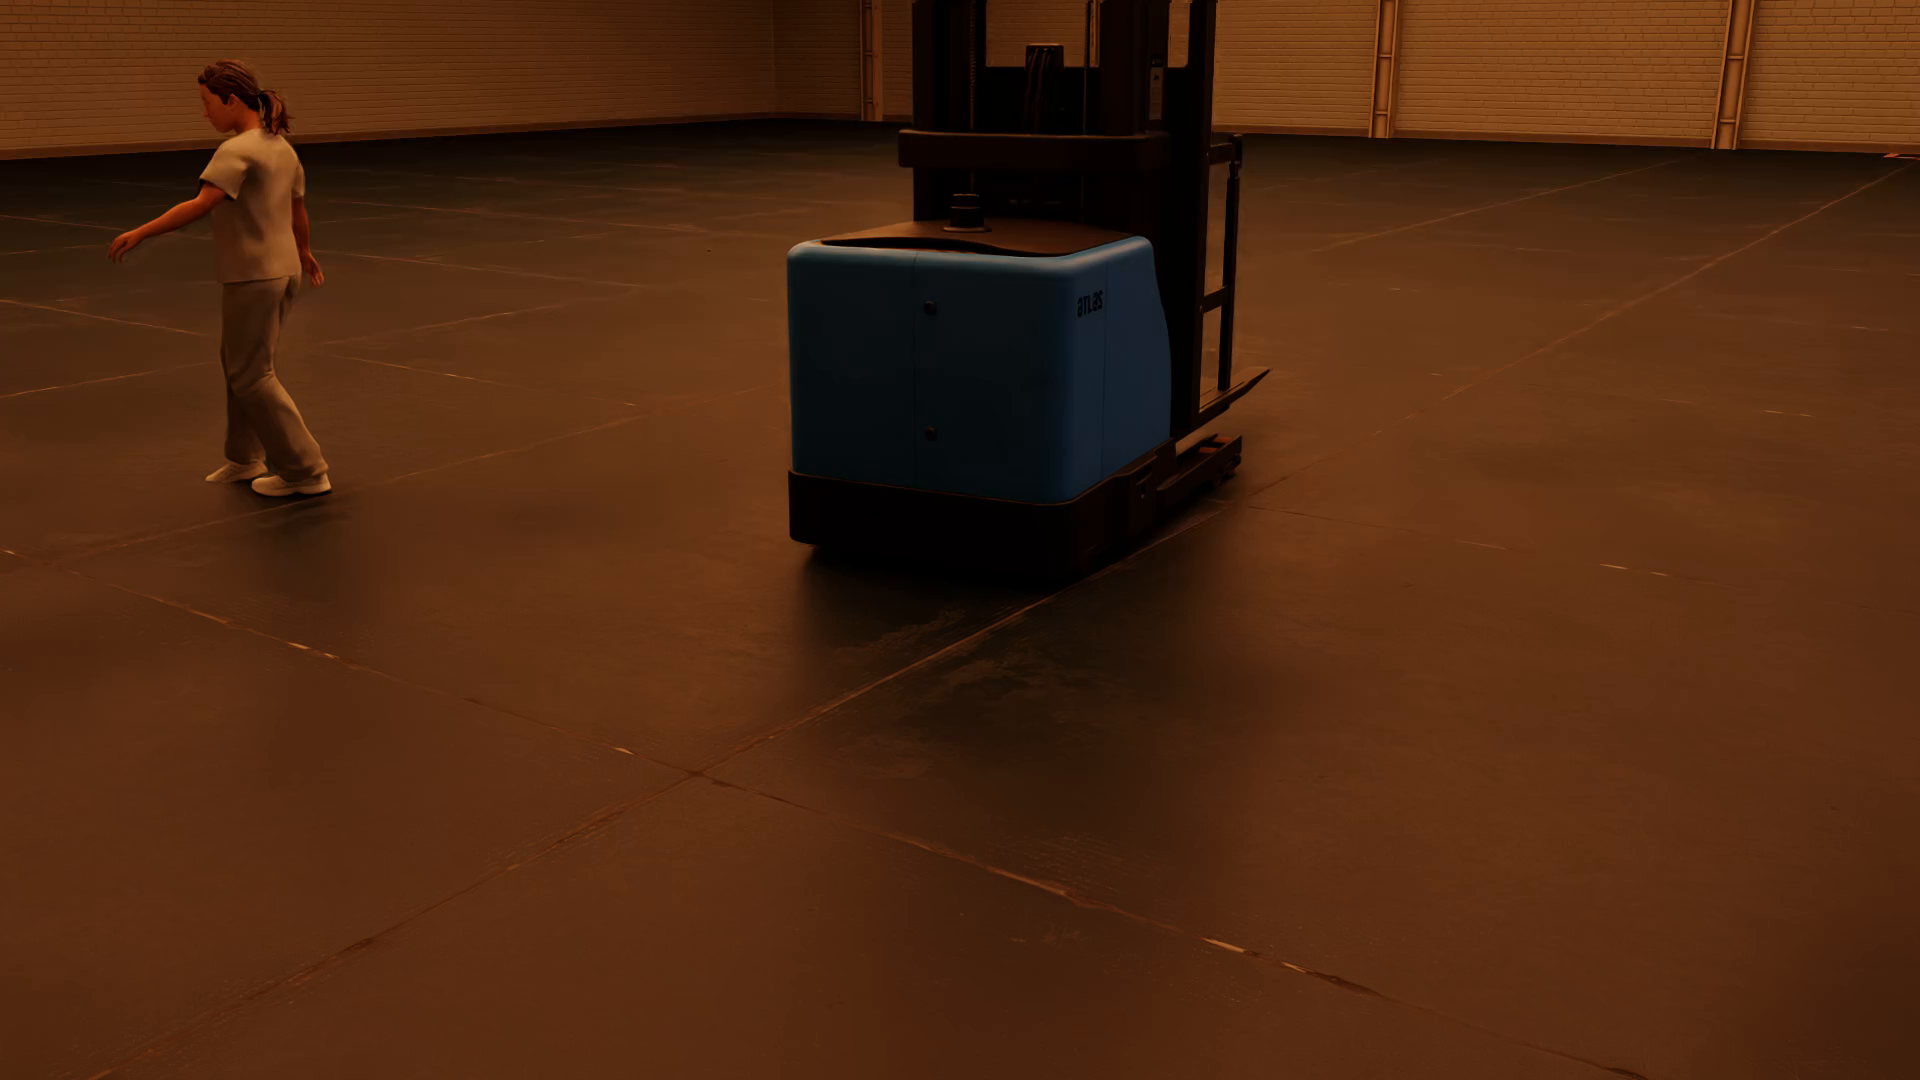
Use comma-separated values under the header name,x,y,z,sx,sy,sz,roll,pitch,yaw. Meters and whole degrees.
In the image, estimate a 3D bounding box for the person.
name,x,y,z,sx,sy,sz,roll,pitch,yaw
person,-2.789,-0.982,6.427,0.632,1.691,0.884,2,17,6

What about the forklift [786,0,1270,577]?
name,x,y,z,sx,sy,sz,roll,pitch,yaw
forklift,0.509,-1.662,6.390,1.130,2.935,3.031,8,18,25
